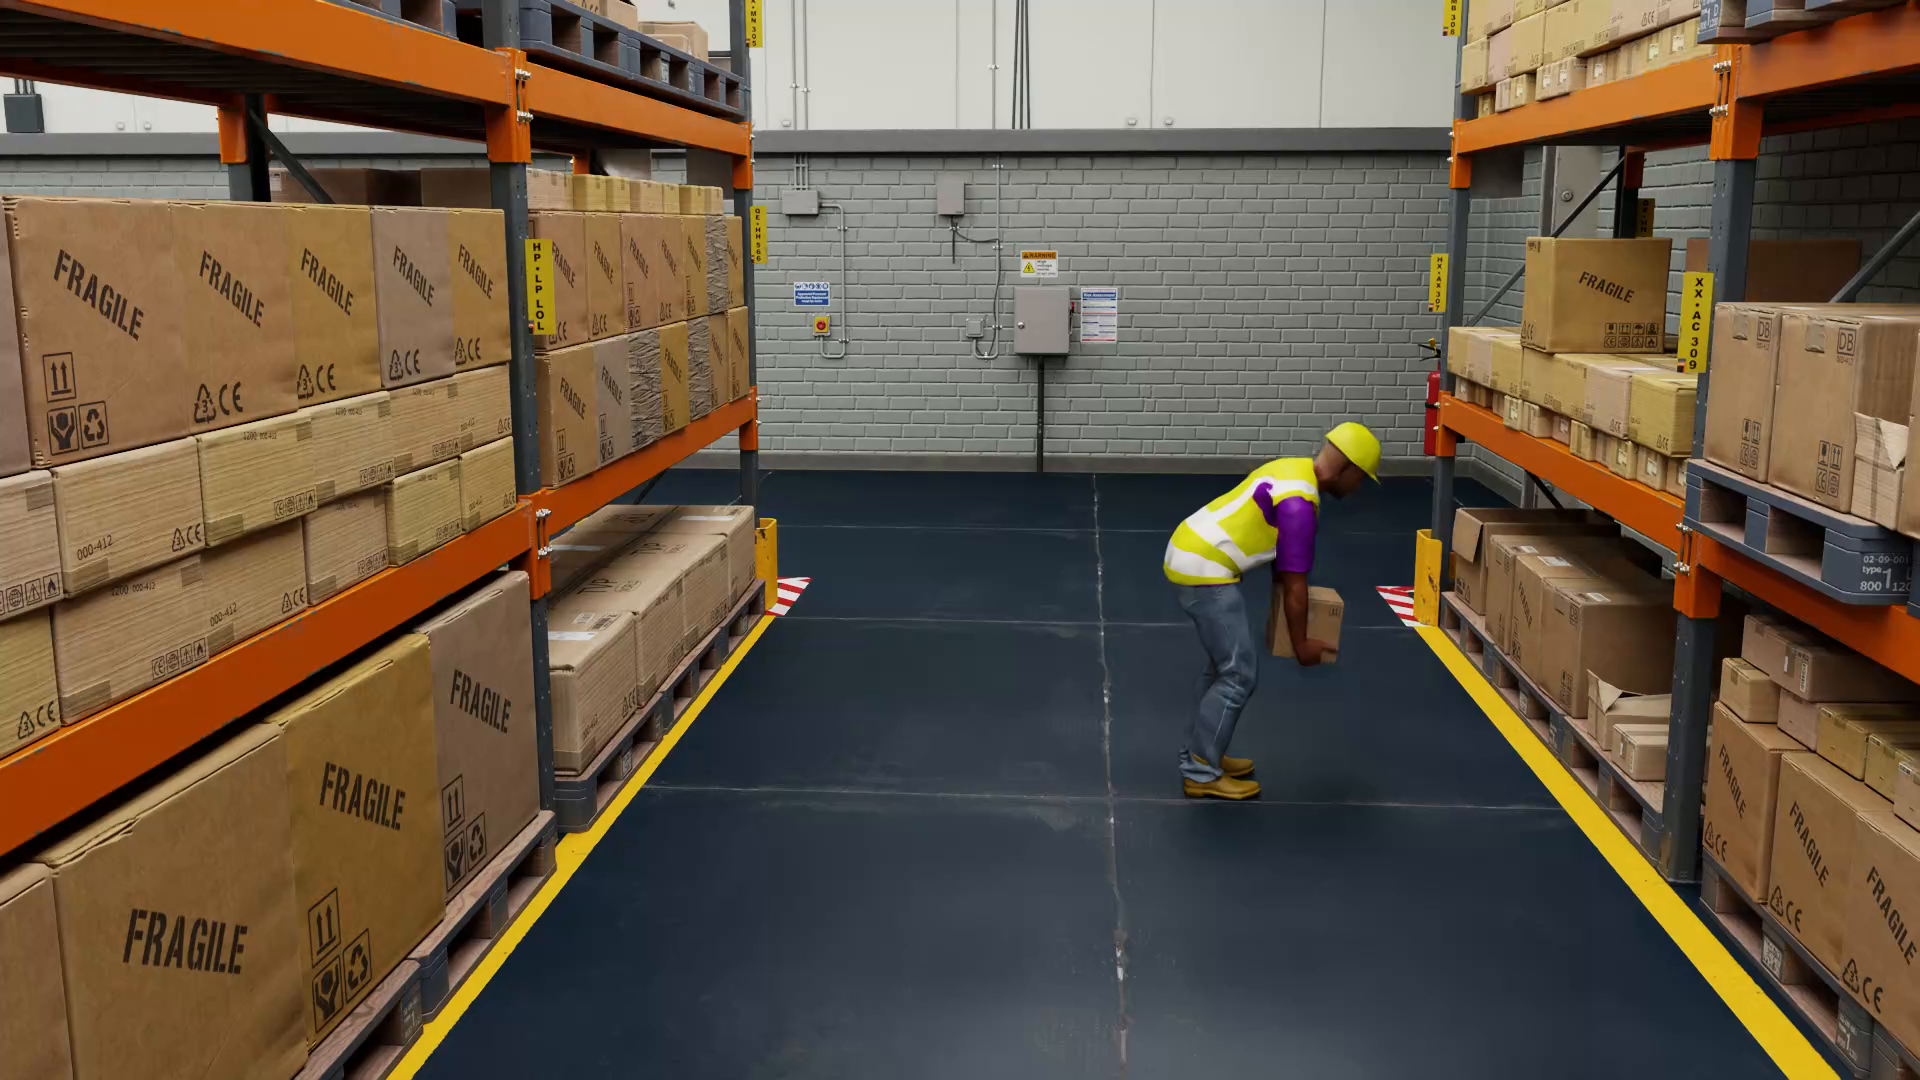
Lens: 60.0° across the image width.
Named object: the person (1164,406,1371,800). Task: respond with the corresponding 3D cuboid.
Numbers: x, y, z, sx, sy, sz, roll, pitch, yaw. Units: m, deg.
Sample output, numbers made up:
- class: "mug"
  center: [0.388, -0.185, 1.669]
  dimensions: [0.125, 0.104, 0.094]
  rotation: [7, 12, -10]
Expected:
- class: "person"
  center: [1.220, 0.236, 6.677]
  dimensions: [0.799, 1.554, 0.477]
  rotation: [1, 11, 3]
